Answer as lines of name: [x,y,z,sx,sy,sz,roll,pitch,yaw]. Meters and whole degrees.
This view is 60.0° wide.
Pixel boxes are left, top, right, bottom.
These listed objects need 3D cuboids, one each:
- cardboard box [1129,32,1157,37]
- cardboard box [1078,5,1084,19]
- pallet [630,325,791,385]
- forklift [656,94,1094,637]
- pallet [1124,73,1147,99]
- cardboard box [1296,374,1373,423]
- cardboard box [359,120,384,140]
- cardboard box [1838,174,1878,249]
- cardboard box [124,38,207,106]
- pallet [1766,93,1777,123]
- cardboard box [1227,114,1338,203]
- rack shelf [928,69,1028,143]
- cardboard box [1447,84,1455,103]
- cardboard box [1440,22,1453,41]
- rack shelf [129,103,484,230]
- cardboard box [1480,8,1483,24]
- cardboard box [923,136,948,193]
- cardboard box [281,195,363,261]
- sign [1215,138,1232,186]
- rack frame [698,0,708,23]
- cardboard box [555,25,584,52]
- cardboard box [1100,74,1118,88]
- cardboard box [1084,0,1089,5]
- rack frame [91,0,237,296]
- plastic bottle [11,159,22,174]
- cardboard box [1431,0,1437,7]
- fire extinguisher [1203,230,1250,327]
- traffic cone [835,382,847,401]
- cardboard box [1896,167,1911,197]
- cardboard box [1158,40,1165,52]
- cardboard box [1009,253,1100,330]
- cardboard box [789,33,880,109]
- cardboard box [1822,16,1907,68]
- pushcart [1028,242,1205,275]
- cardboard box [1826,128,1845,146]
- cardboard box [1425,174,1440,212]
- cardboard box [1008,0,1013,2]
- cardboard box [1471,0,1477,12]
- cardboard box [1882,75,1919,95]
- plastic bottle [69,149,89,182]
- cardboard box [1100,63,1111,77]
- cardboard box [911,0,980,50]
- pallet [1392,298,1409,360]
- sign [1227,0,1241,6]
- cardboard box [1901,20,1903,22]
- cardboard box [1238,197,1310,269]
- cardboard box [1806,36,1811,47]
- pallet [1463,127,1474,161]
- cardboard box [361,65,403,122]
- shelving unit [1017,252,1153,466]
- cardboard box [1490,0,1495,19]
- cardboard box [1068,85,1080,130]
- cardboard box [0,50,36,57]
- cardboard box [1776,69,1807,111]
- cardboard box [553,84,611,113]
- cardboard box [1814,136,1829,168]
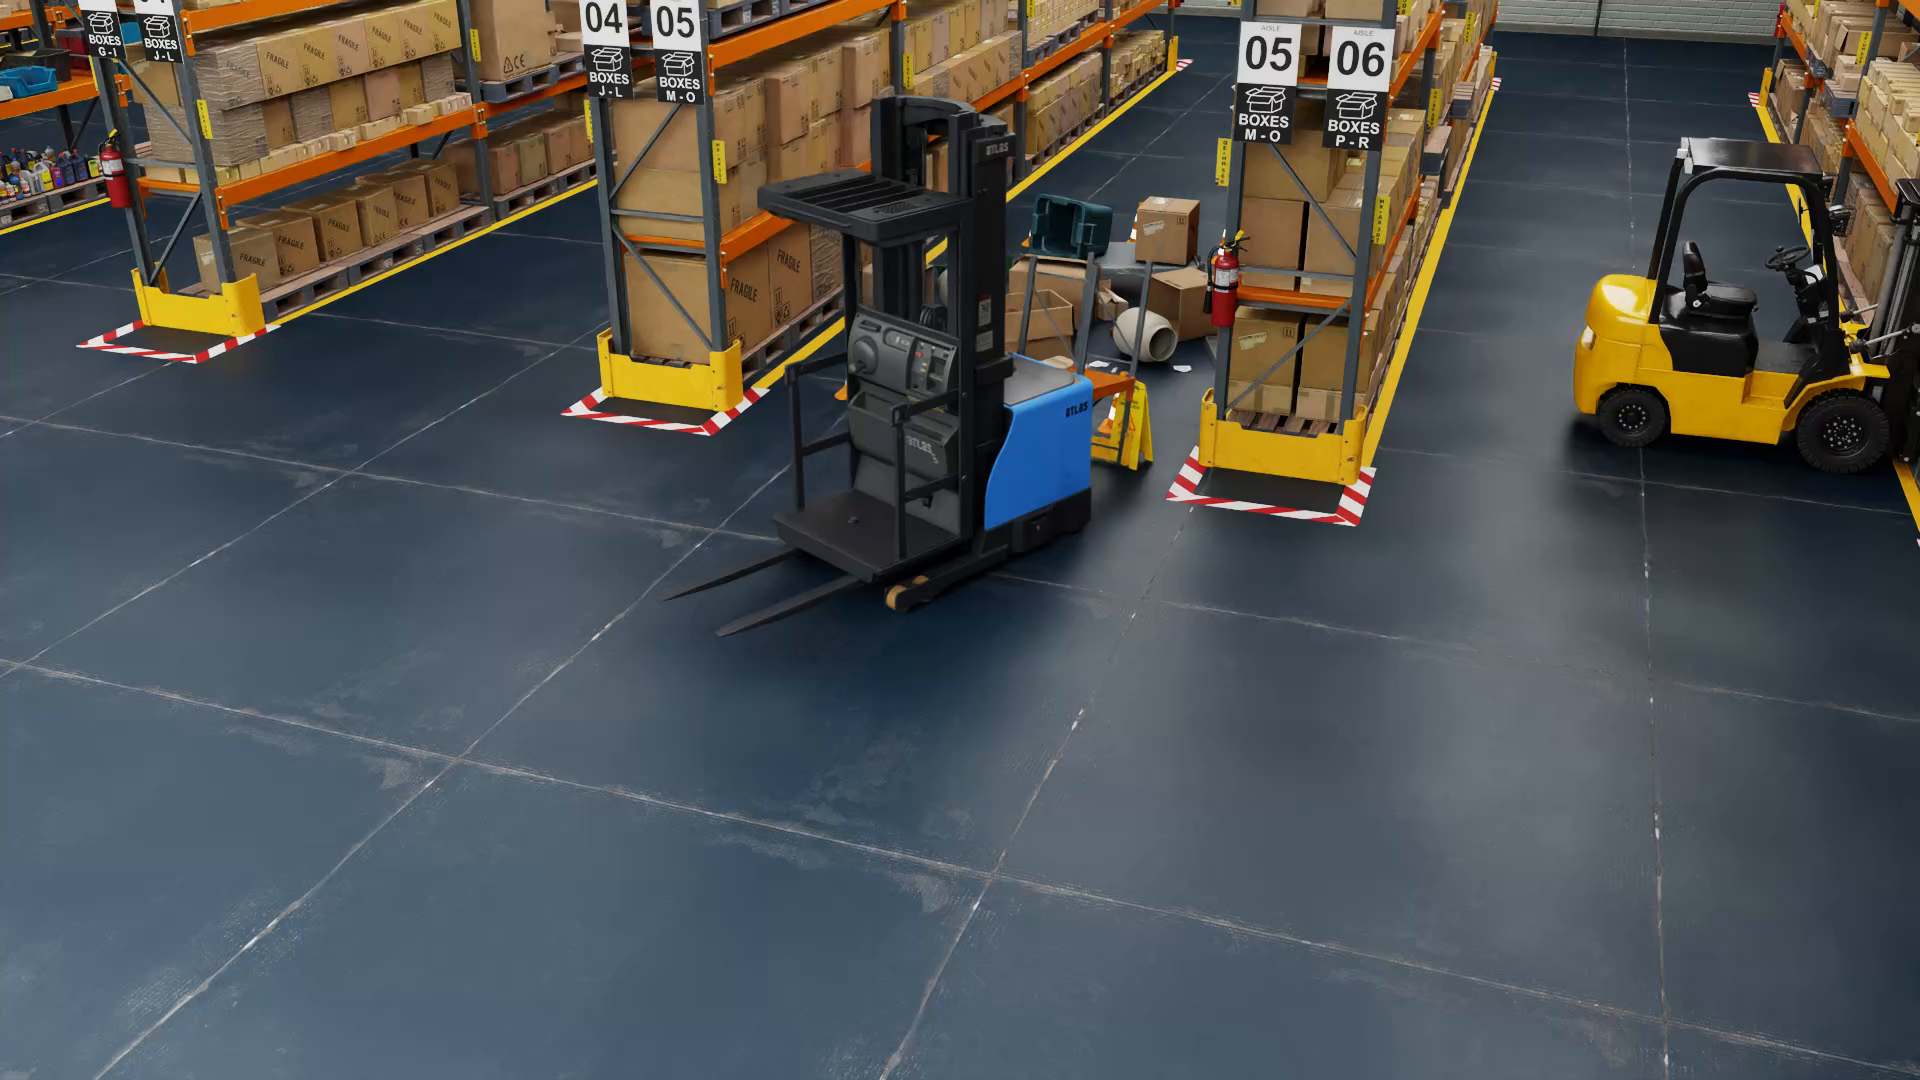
cardboard box: [2.893,-7.940,26.313,0.380,0.149,0.250,9,27,18]
cardboard box: [1.437,-7.044,22.162,0.380,0.149,0.250,7,27,15]
pallet: [-2.164,-1.625,14.364,1.003,0.211,1.213,9,27,17]
forklift: [-0.513,-1.124,10.209,3.031,2.935,1.130,-23,34,-38]
pallet: [2.232,-7.001,25.467,1.003,0.211,1.213,9,27,17]
cardboard box: [2.875,-1.107,12.767,0.500,0.250,0.500,9,27,17]
cardboard box: [-5.976,-4.087,16.536,0.380,0.149,0.250,9,27,17]
cardboard box: [9.469,-3.299,16.865,0.875,0.625,0.625,10,27,19]
cardboard box: [-7.050,-4.192,14.862,0.500,0.500,0.500,9,27,17]
pallet: [12.062,-6.107,23.621,1.003,0.211,1.213,9,27,17]
cardboard box: [2.310,-2.734,11.852,0.700,0.500,0.500,8,27,16]
rack shelf: [-0.359,-4.682,18.304,1.077,0.370,4.000,9,27,17]
cardboard box: [4.888,-4.611,17.137,0.380,0.149,0.250,9,27,18]
cardboard box: [4.729,-5.098,16.655,0.380,0.149,0.250,7,27,15]
rack shelf: [-6.334,-3.799,16.480,1.077,0.370,4.000,9,27,17]
cardboard box: [6.421,-6.736,21.320,0.500,0.250,0.500,9,27,17]
cardboard box: [-0.579,-4.025,18.220,1.050,0.750,0.750,9,27,17]
cardboard box: [-6.383,-3.124,16.647,0.500,0.500,0.500,11,28,22]
sign: [1.829,-2.616,11.520,0.100,0.325,0.005,9,27,17]
rack frame: [-2.356,-5.240,11.747,1.000,3.000,0.127,9,27,17]
cardboard box: [-4.638,-5.993,19.857,0.396,0.266,0.258,8,27,16]
cardboard box: [2.060,-6.614,23.916,0.380,0.149,0.250,10,28,20]
cardboard box: [1.519,-7.279,22.307,0.380,0.149,0.250,10,28,20]
rack frame: [-7.000,-3.301,14.626,1.000,3.000,0.127,9,27,17]
plastic bottle: [-10.933,-4.285,19.283,0.097,0.271,0.097,0,26,0]
cardboard box: [3.616,-4.496,13.482,0.500,0.250,0.500,8,27,17]
fire extinguisher: [1.873,-1.849,11.715,0.296,0.674,0.183,9,27,17]
traffic cone: [-0.840,-1.411,13.633,0.336,0.463,0.334,9,27,17]
cardboard box: [8.280,-2.967,14.108,0.500,0.250,0.500,9,27,19]
cardboard box: [3.062,-7.897,26.566,0.380,0.149,0.250,8,27,16]
cardboard box: [0.846,-2.276,15.217,0.797,0.637,0.503,9,27,17]
cardboard box: [-1.253,-4.348,15.377,0.875,0.550,0.550,9,27,17]
cardboard box: [10.215,-5.609,18.797,0.700,0.500,0.500,9,27,17]
pushcart: [1.510,-2.638,16.265,1.648,0.377,0.936,0,26,-1]
cardboard box: [10.083,-4.570,18.888,0.380,0.149,0.250,7,27,15]
cardboard box: [4.810,-3.927,18.452,0.950,0.372,0.625,7,27,14]
cardboard box: [0.469,-6.971,21.328,0.380,0.149,0.250,10,28,20]
cardboard box: [5.745,-6.229,19.412,0.500,0.500,0.500,10,27,19]
cardboard box: [9.082,-4.353,15.940,0.380,0.149,0.250,9,27,18]
plastic bottle: [-10.282,-4.362,19.353,0.144,0.351,0.185,8,27,16]
cardboard box: [1.947,-6.757,23.870,0.380,0.149,0.250,10,28,20]
cardboard box: [-0.188,-5.721,18.361,0.700,0.500,0.500,8,27,17]
pallet: [3.487,-1.972,15.080,1.003,0.211,1.213,9,27,17]
sign: [1.829,-3.701,10.994,0.100,0.325,0.005,9,27,17]
cardboard box: [11.440,-6.308,20.667,0.500,0.250,0.500,8,27,17]
cardboard box: [2.266,-2.306,12.114,0.500,0.500,0.500,8,27,17]
cardboard box: [11.019,-6.352,21.216,0.380,0.149,0.250,9,27,19]
pallet: [6.153,-5.212,21.773,1.003,0.211,1.213,9,27,17]
cardboard box: [-6.148,-4.527,16.702,0.875,0.500,0.500,9,27,17]
shelving unit: [0.850,-1.249,11.839,0.587,1.500,1.083,14,16,25]
cardboard box: [7.256,-7.617,23.424,0.500,0.500,0.500,10,27,19]
cardboard box: [1.283,-5.774,22.120,0.500,0.500,0.500,8,27,16]
cardboard box: [-13.620,-6.980,24.253,0.500,0.311,0.500,9,27,19]
cardboard box: [11.738,-6.202,23.003,0.700,0.500,0.500,10,28,20]
cardboard box: [-4.699,-5.500,20.670,0.500,0.250,0.500,12,28,23]
cardboard box: [10.131,-4.338,19.154,0.500,0.500,0.500,8,27,16]
